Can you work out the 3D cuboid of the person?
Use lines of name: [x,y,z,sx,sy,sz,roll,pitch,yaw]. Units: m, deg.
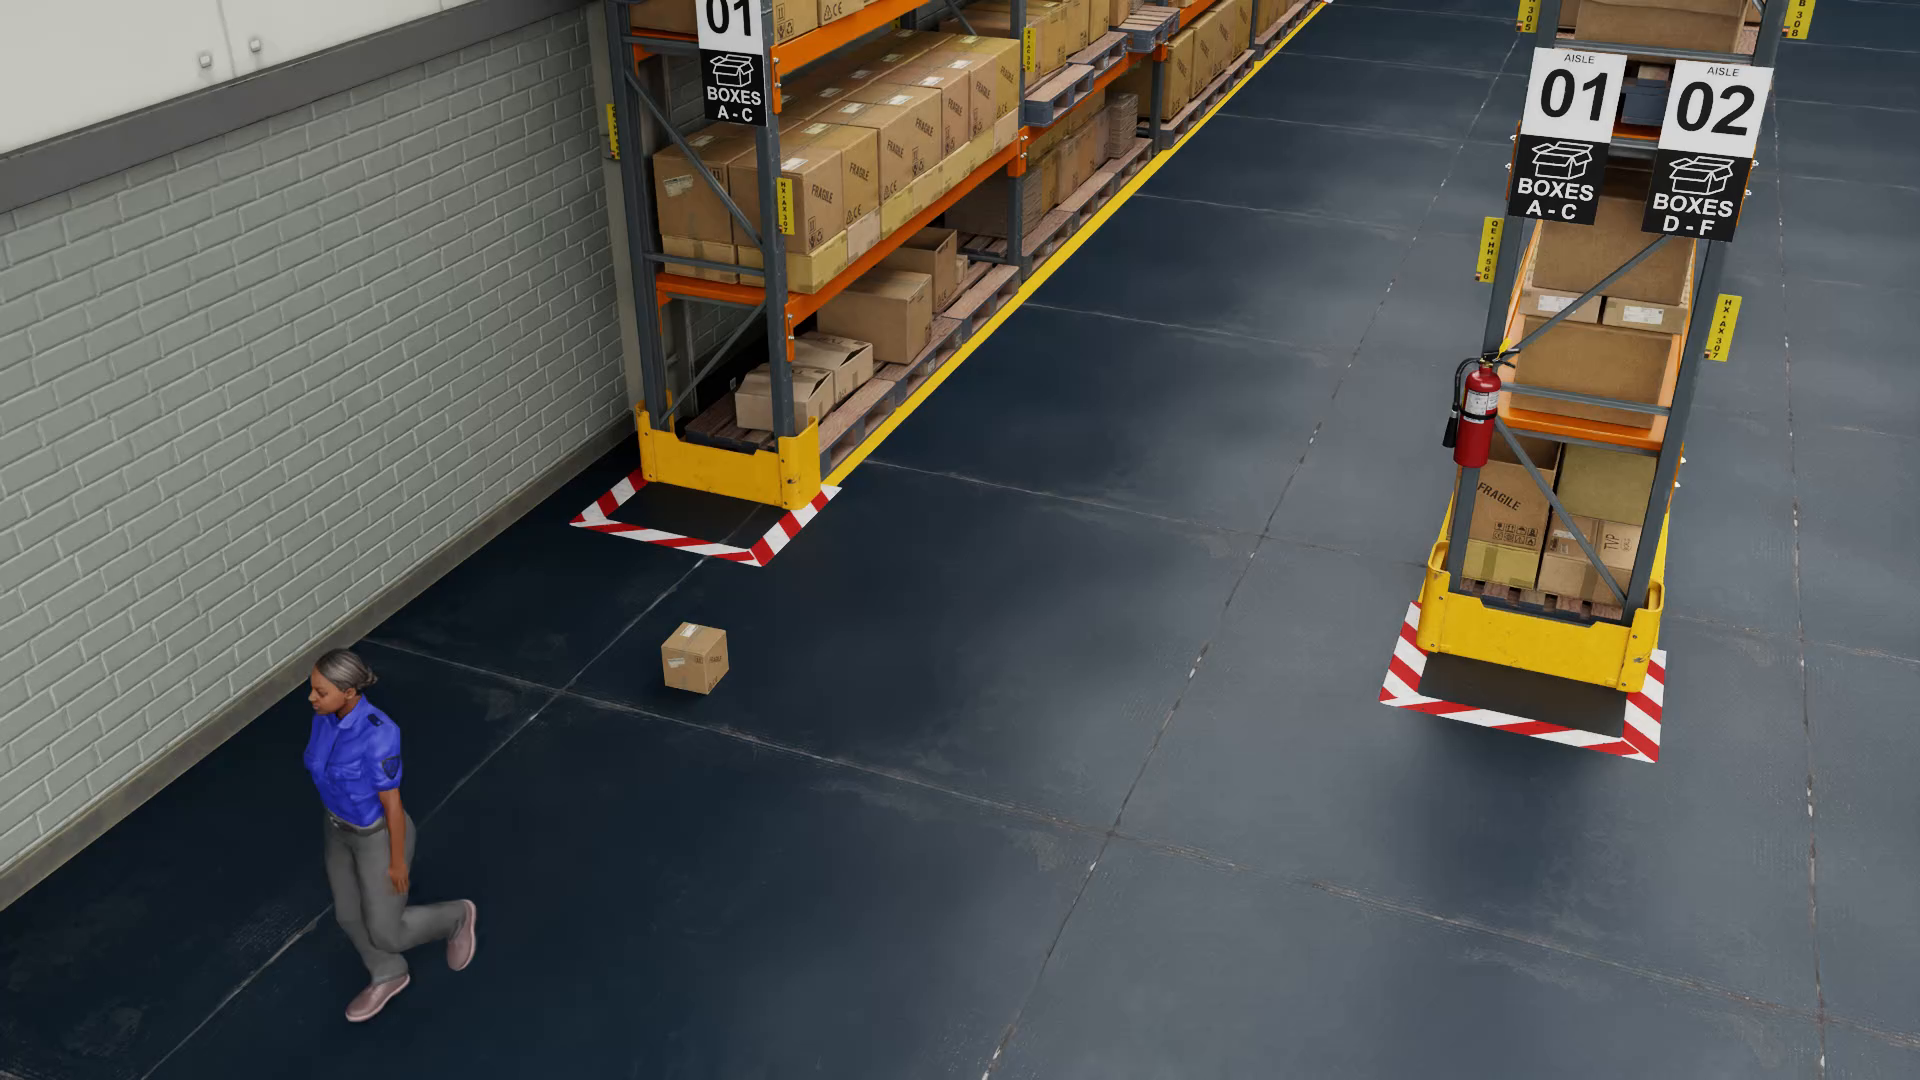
person: [-2.233,1.083,6.387,0.460,1.576,0.457,18,35,29]
